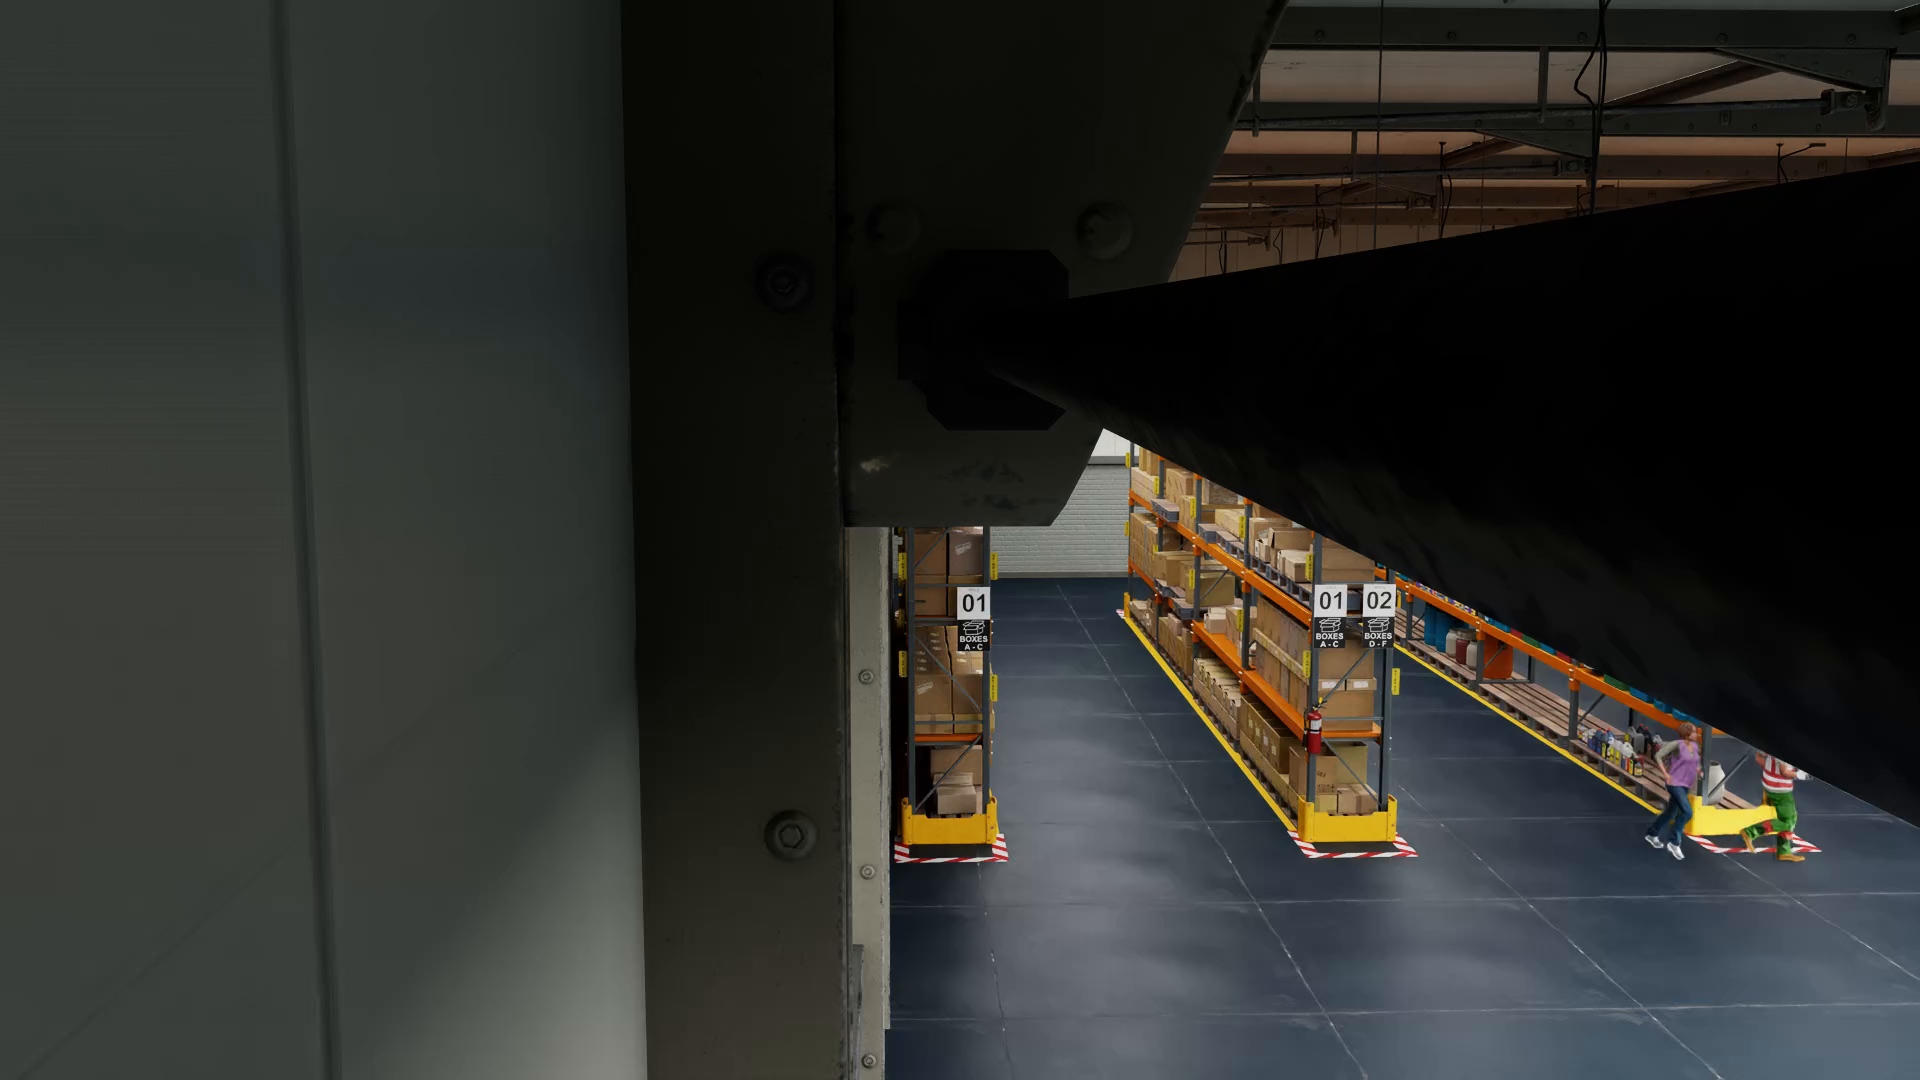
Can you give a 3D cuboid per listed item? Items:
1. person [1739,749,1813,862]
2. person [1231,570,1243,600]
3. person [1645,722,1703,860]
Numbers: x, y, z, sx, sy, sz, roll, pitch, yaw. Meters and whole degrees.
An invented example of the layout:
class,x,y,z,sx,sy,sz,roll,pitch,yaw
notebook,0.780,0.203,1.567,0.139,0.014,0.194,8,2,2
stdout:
class,x,y,z,sx,sy,sz,roll,pitch,yaw
person,9.678,2.915,19.728,0.733,1.699,0.638,1,7,11
person,5.919,0.805,36.635,0.751,1.809,0.887,-5,9,-37
person,8.676,2.995,20.090,0.535,1.614,0.642,-5,9,-35
